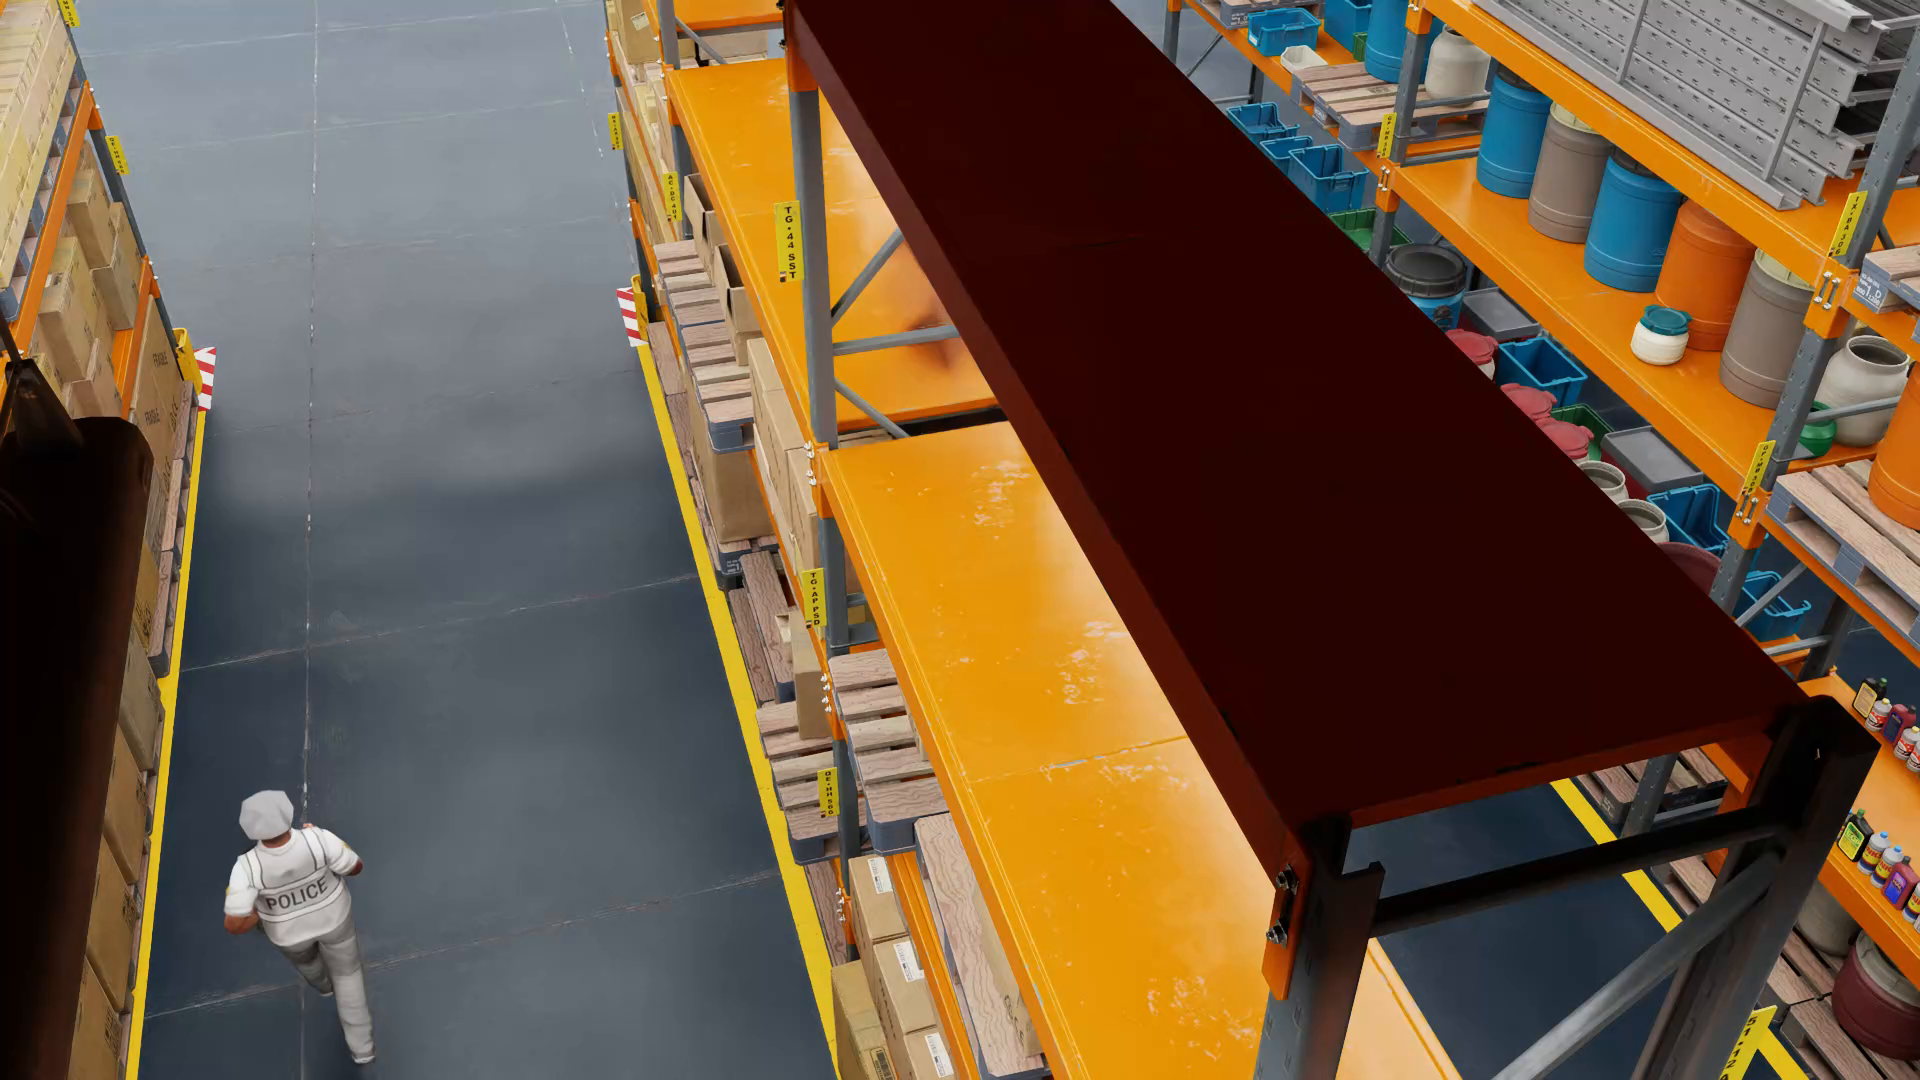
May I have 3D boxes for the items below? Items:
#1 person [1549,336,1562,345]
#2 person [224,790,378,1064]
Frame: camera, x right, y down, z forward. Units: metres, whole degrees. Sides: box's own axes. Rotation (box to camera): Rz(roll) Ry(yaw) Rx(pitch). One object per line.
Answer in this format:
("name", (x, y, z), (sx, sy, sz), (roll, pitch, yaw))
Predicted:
("person", (5.109, -2.539, 14.542), (0.669, 1.797, 0.943), (-17, 42, -21))
("person", (-3.336, 1.927, 8.505), (0.665, 1.836, 0.934), (-16, 41, -19))
